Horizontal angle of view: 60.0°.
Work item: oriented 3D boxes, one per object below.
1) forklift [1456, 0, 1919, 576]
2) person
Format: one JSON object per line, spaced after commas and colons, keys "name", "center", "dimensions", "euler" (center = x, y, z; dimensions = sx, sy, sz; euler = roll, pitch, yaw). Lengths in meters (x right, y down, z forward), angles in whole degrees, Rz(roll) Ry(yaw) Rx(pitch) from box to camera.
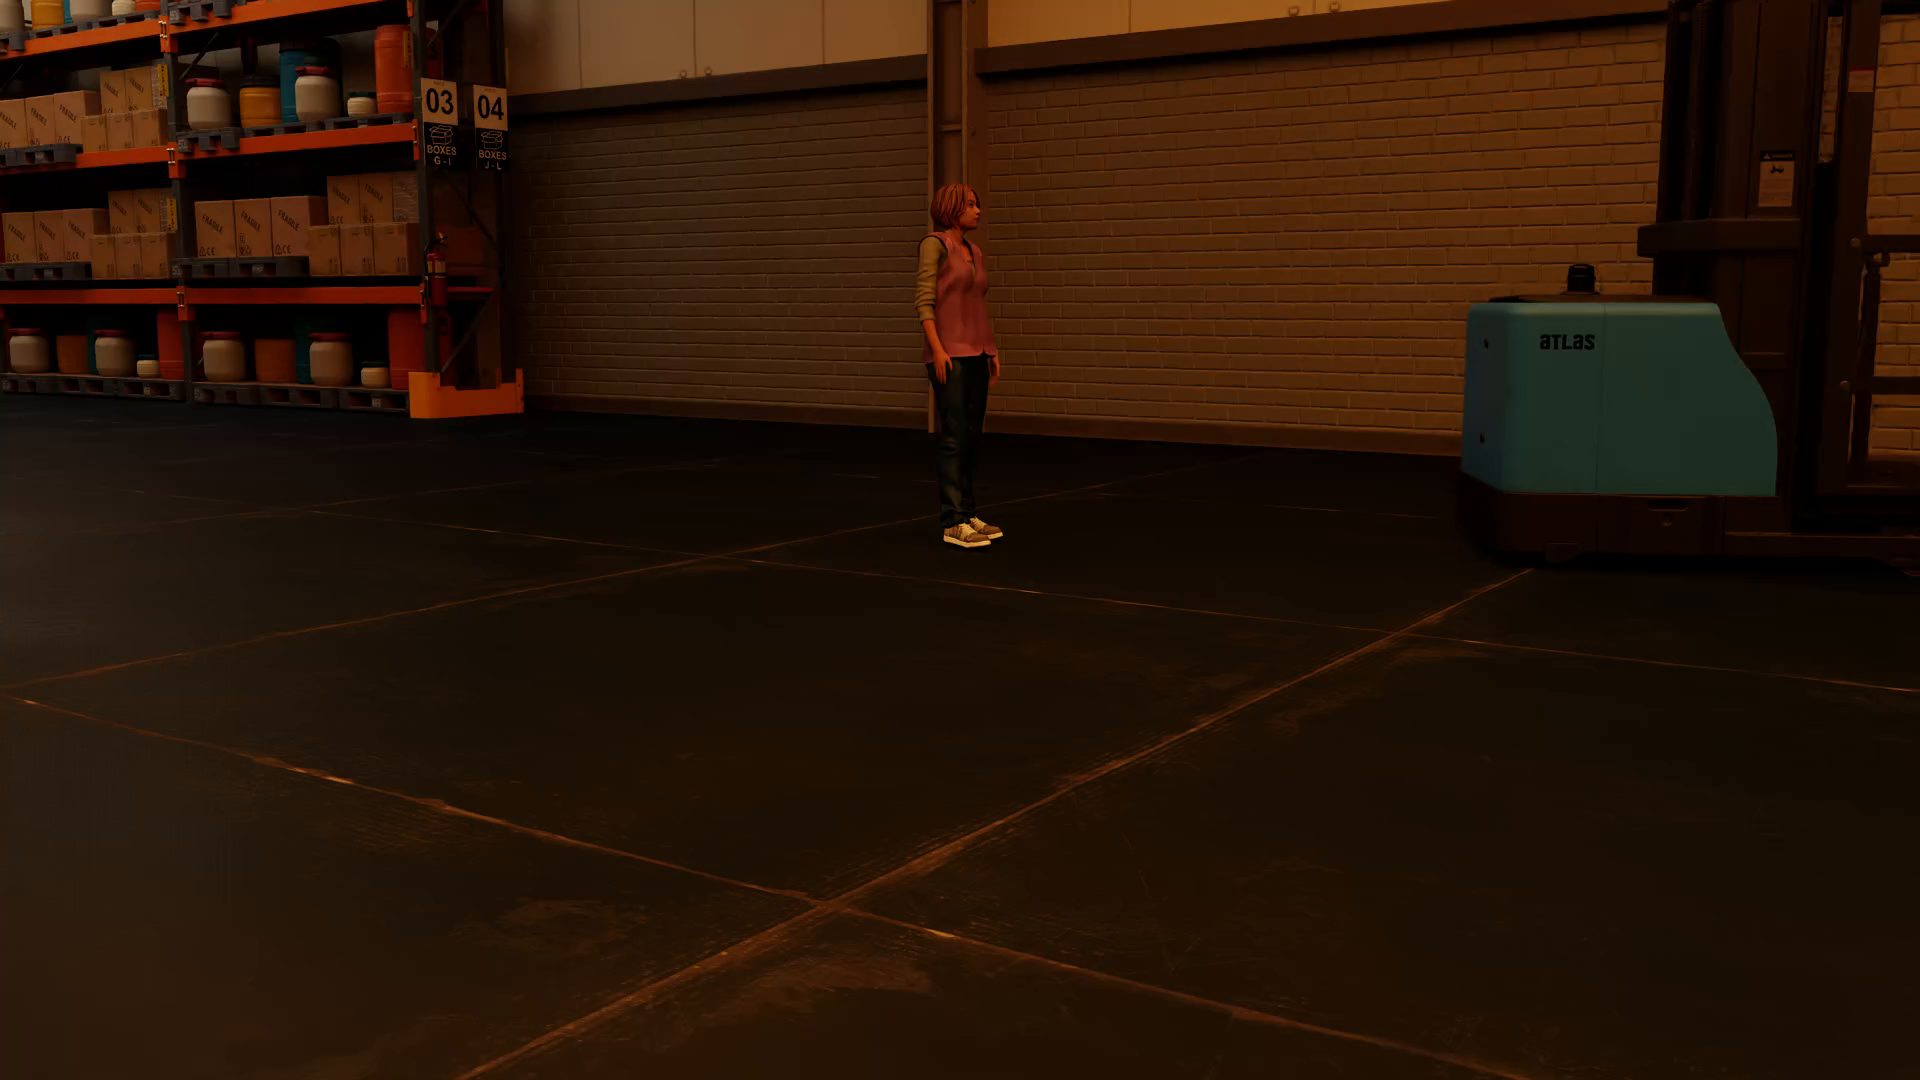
{"name": "forklift", "center": [3.753, -1.383, 6.916], "dimensions": [3.031, 2.935, 1.130], "euler": [1, 8, 6]}
{"name": "person", "center": [0.054, -0.791, 7.437], "dimensions": [0.473, 1.599, 0.520], "euler": [5, 10, 34]}
